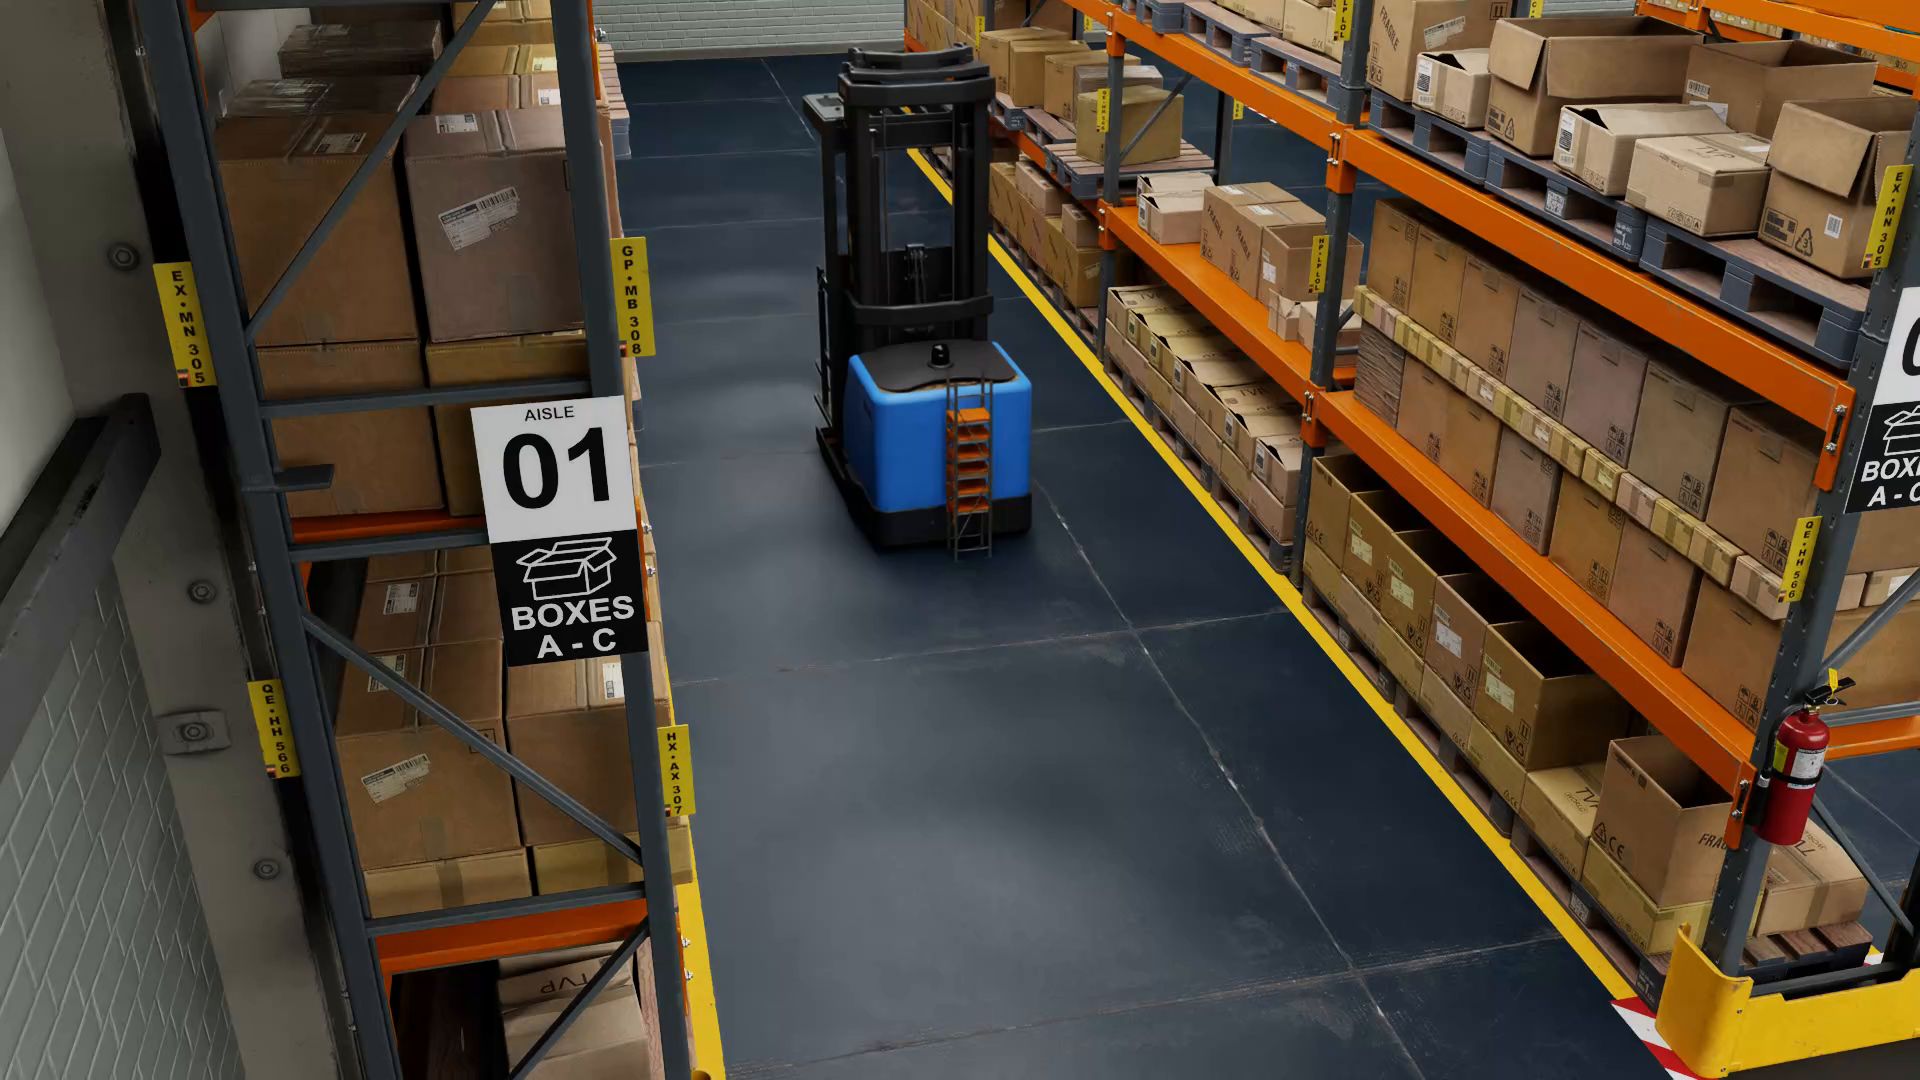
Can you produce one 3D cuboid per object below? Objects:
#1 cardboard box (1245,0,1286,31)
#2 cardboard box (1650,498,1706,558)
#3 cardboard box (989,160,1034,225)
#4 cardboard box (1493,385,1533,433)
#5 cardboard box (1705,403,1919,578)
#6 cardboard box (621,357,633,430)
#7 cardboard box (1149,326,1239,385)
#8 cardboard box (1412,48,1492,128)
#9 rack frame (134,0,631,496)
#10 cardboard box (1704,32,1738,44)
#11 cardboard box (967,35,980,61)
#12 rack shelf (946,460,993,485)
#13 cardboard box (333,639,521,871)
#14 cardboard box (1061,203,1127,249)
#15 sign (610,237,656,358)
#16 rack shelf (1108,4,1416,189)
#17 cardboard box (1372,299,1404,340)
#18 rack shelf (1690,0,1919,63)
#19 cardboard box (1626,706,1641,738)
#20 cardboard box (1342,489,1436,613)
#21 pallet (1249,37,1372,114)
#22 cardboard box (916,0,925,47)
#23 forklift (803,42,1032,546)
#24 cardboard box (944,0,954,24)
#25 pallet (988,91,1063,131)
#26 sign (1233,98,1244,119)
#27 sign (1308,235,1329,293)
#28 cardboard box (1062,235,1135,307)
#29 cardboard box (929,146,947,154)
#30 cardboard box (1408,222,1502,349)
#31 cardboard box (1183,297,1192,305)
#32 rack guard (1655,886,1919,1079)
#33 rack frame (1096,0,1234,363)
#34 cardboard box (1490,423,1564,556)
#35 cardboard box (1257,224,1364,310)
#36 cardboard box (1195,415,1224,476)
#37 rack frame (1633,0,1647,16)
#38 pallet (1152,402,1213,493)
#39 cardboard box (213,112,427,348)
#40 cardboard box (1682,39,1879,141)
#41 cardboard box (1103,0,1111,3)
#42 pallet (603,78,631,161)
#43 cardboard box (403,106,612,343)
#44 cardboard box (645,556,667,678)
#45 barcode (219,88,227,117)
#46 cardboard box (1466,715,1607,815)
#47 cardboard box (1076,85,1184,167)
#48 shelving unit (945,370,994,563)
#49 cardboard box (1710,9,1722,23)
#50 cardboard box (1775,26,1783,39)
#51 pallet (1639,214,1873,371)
[{"bbox_3d":[2.158,-3.419,10.566,0.500,0.250,0.500,-8,28,-16],"label":"cardboard box"},{"bbox_3d":[3.041,-0.067,6.723,0.380,0.149,0.250,-6,27,-12],"label":"cardboard box"},{"bbox_3d":[0.598,-3.469,16.580,0.500,0.500,0.500,-7,28,-14],"label":"cardboard box"},{"bbox_3d":[2.754,-0.630,7.839,0.380,0.149,0.250,-6,27,-12],"label":"cardboard box"},{"bbox_3d":[3.326,-0.211,6.288,0.700,0.500,0.500,-6,27,-11],"label":"cardboard box"},{"bbox_3d":[-1.313,-0.657,5.261,0.500,0.500,0.500,-4,27,-8],"label":"cardboard box"},{"bbox_3d":[1.699,-1.366,12.091,0.500,0.311,0.500,-7,28,-13],"label":"cardboard box"},{"bbox_3d":[2.507,-2.178,7.884,0.500,0.311,0.500,-7,28,-14],"label":"cardboard box"},{"bbox_3d":[-1.395,-1.531,3.796,1.000,3.000,0.127,-6,27,-12],"label":"rack frame"},{"bbox_3d":[9.904,-5.952,21.106,0.875,0.875,0.875,-6,27,-12],"label":"cardboard box"},{"bbox_3d":[0.364,-4.864,16.946,0.500,0.500,0.500,-6,27,-11],"label":"cardboard box"},{"bbox_3d":[0.058,-0.405,10.320,0.258,0.103,0.180,-7,28,-13],"label":"rack shelf"},{"bbox_3d":[-1.708,0.685,5.376,0.500,0.500,0.500,-6,27,-12],"label":"cardboard box"},{"bbox_3d":[1.171,-2.696,14.216,0.500,0.250,0.500,-5,27,-10],"label":"cardboard box"},{"bbox_3d":[-0.866,-0.637,4.385,0.100,0.325,0.005,-6,27,-12],"label":"sign"},{"bbox_3d":[2.078,-3.009,10.853,1.077,0.370,4.000,-6,27,-12],"label":"rack shelf"},{"bbox_3d":[2.458,-1.200,8.968,0.380,0.149,0.250,-6,27,-11],"label":"cardboard box"},{"bbox_3d":[6.905,-3.511,11.846,1.077,0.370,4.000,-6,27,-12],"label":"rack shelf"},{"bbox_3d":[3.287,0.652,7.882,0.500,0.500,0.500,-6,27,-12],"label":"cardboard box"},{"bbox_3d":[2.449,0.046,9.084,0.500,0.500,0.500,-6,27,-12],"label":"cardboard box"},{"bbox_3d":[2.318,-2.753,9.759,0.805,0.209,1.217,-7,28,-14],"label":"pallet"},{"bbox_3d":[-0.211,-5.979,19.155,0.500,0.500,0.500,-6,27,-12],"label":"cardboard box"},{"bbox_3d":[-0.414,-1.914,11.289,1.130,2.935,3.031,-7,28,-13],"label":"forklift"},{"bbox_3d":[0.129,-5.758,17.609,0.500,0.500,0.500,-6,27,-11],"label":"cardboard box"},{"bbox_3d":[0.800,-4.178,15.912,1.003,0.211,1.213,-6,27,-12],"label":"pallet"},{"bbox_3d":[2.168,-3.444,12.960,0.100,0.325,0.005,-6,27,-12],"label":"sign"},{"bbox_3d":[2.003,-1.536,9.266,0.100,0.325,0.005,-6,27,-12],"label":"sign"},{"bbox_3d":[1.188,-2.337,14.337,0.500,0.500,0.500,-5,27,-10],"label":"cardboard box"},{"bbox_3d":[-0.104,-4.644,19.185,0.500,0.250,0.500,-6,27,-12],"label":"cardboard box"},{"bbox_3d":[2.750,-1.321,8.488,0.700,0.500,0.500,-6,27,-12],"label":"cardboard box"},{"bbox_3d":[1.986,-1.875,13.099,0.500,0.311,0.500,-5,27,-10],"label":"cardboard box"},{"bbox_3d":[3.436,1.769,6.690,1.175,0.500,0.348,-6,27,-12],"label":"rack guard"},{"bbox_3d":[1.628,-2.870,13.106,1.000,3.000,0.127,-6,27,-12],"label":"rack frame"},{"bbox_3d":[2.986,-0.288,7.880,0.700,0.500,0.500,-5,27,-10],"label":"cardboard box"},{"bbox_3d":[2.253,-1.728,10.734,0.500,0.500,0.500,-4,27,-8],"label":"cardboard box"},{"bbox_3d":[1.925,-0.673,11.340,0.500,0.250,0.500,-5,27,-10],"label":"cardboard box"},{"bbox_3d":[9.477,-7.386,22.054,1.000,3.000,0.127,-6,27,-12],"label":"rack frame"},{"bbox_3d":[2.047,-0.725,11.952,1.003,0.211,1.213,-6,27,-12],"label":"pallet"},{"bbox_3d":[-1.747,-0.855,4.542,0.500,0.500,0.500,-5,27,-9],"label":"cardboard box"},{"bbox_3d":[3.323,-1.748,6.823,0.500,0.500,0.500,-6,27,-12],"label":"cardboard box"},{"bbox_3d":[1.496,-4.441,12.780,0.910,0.500,0.500,-6,27,-12],"label":"cardboard box"},{"bbox_3d":[-2.332,-2.146,8.552,1.213,0.211,1.003,-6,27,-12],"label":"pallet"},{"bbox_3d":[-1.245,-0.886,4.604,0.500,0.500,0.500,-8,28,-15],"label":"cardboard box"},{"bbox_3d":[-1.311,0.412,5.916,0.500,0.500,0.500,-6,27,-11],"label":"cardboard box"},{"bbox_3d":[-2.042,-1.212,4.606,0.001,0.075,0.075,-6,27,-12],"label":"barcode"},{"bbox_3d":[2.783,1.040,7.947,0.500,0.250,0.500,-6,27,-12],"label":"cardboard box"},{"bbox_3d":[1.376,-3.367,13.514,0.700,0.500,0.500,-16,31,-29],"label":"cardboard box"},{"bbox_3d":[0.058,-0.445,10.300,0.258,1.200,0.189,-7,28,-13],"label":"shelving unit"},{"bbox_3d":[9.528,-6.520,20.618,0.380,0.149,0.250,-6,27,-12],"label":"cardboard box"},{"bbox_3d":[9.817,-5.957,19.502,0.380,0.149,0.250,-5,27,-11],"label":"cardboard box"},{"bbox_3d":[3.296,-0.970,6.112,1.003,0.211,1.213,-6,27,-12],"label":"pallet"}]
